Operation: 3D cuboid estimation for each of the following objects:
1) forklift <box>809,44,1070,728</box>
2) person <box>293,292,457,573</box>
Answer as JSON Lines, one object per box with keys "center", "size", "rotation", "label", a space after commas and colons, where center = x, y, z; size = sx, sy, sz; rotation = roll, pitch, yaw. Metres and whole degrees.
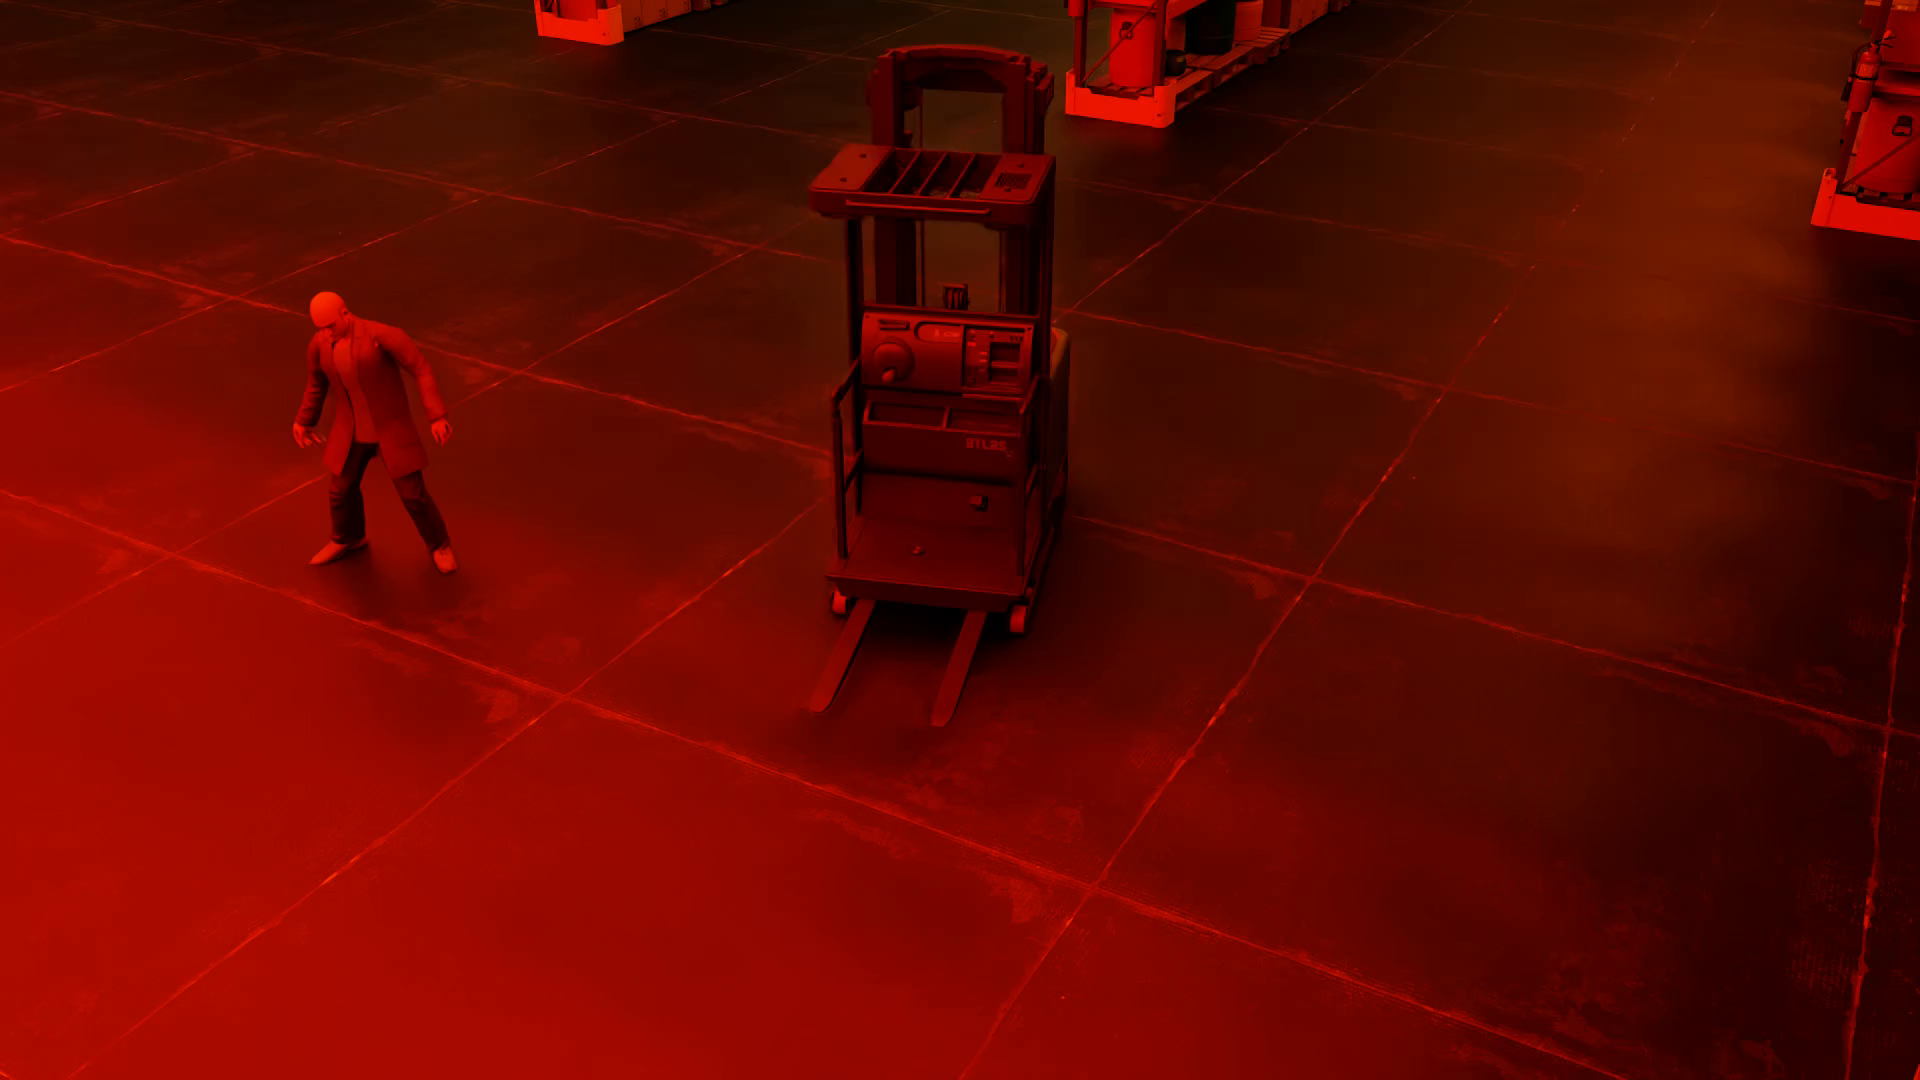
{"center": [-0.110, -0.952, 8.721], "size": [1.130, 2.935, 3.031], "rotation": [6, 30, 10], "label": "forklift"}
{"center": [-3.320, -0.608, 9.374], "size": [0.992, 1.739, 0.412], "rotation": [3, 30, 6], "label": "person"}
